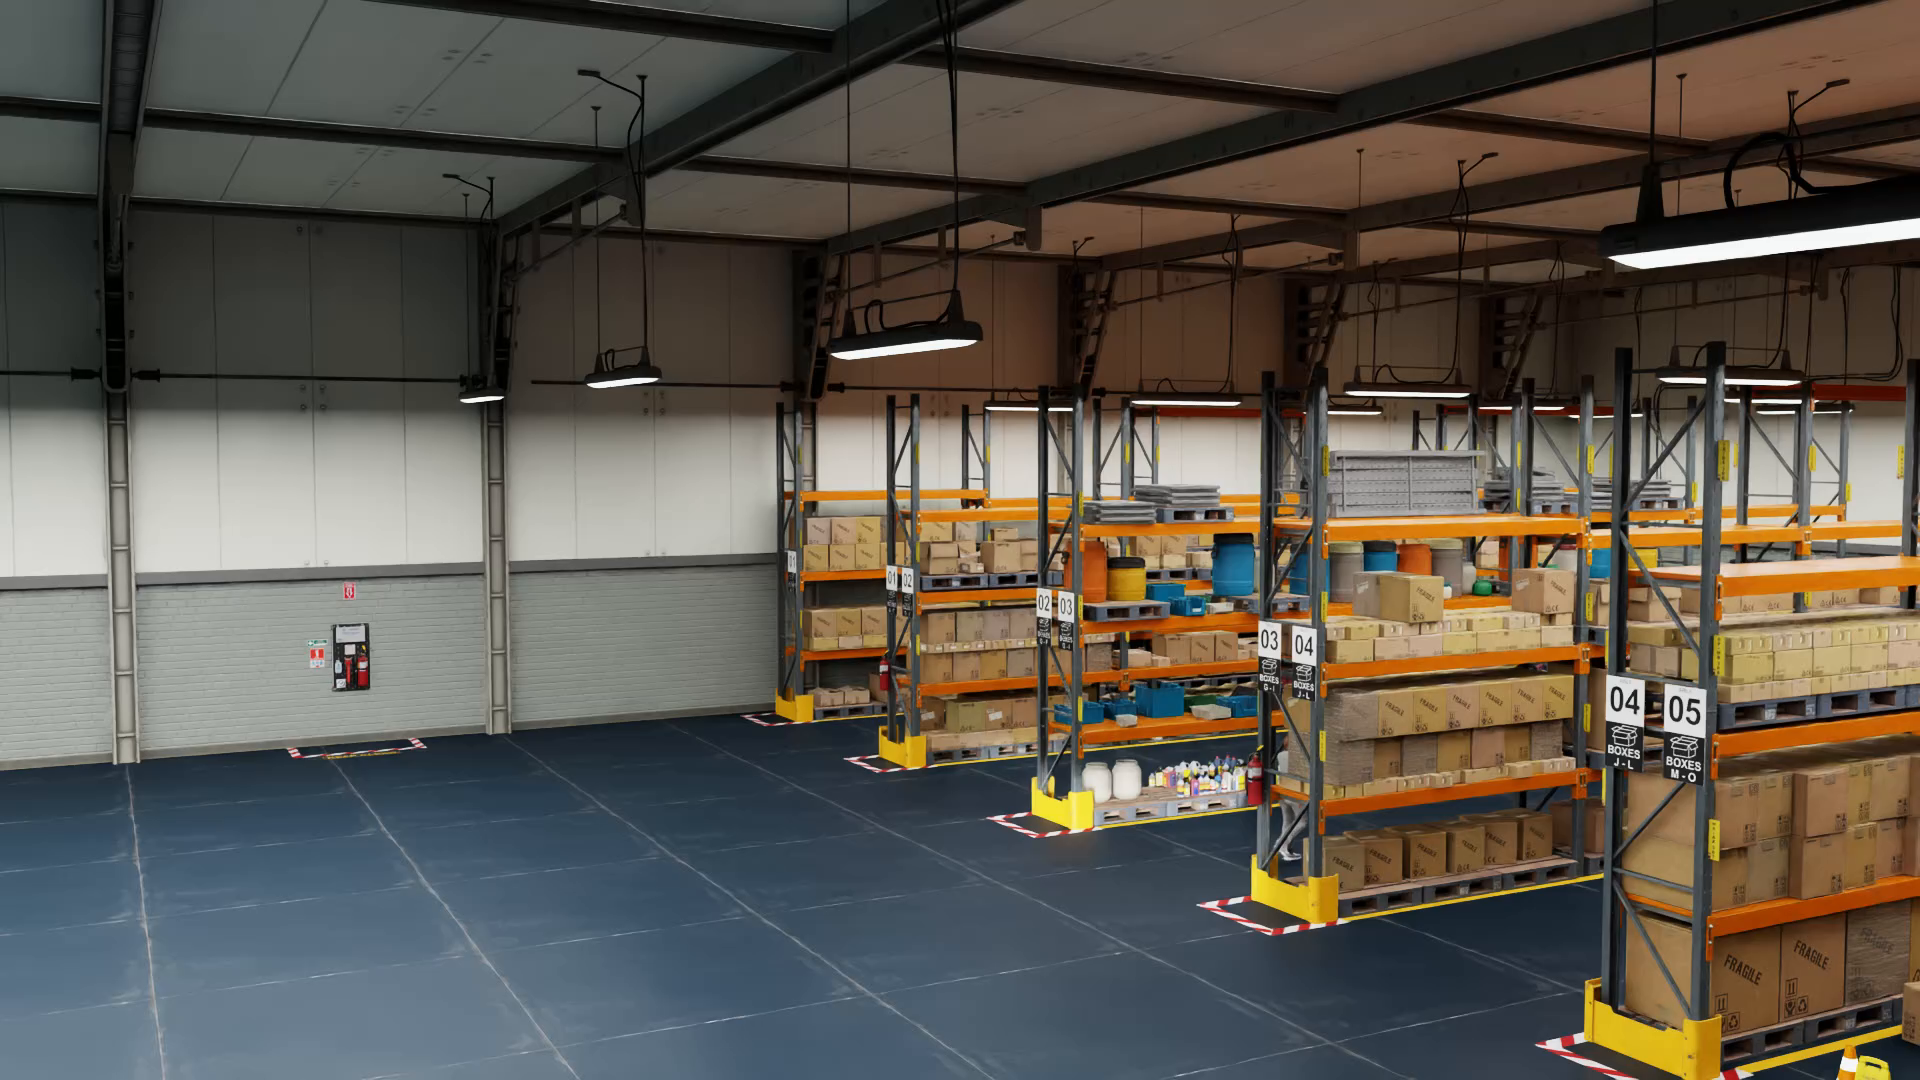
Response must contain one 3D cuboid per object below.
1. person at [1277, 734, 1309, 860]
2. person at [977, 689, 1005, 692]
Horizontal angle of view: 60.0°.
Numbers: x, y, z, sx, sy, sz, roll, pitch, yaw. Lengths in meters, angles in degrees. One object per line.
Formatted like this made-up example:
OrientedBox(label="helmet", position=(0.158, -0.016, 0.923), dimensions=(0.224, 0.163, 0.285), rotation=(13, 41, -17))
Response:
OrientedBox(label="person", position=(4.071, 3.199, 20.664), dimensions=(0.462, 1.596, 0.459), rotation=(-2, 4, -27))
OrientedBox(label="person", position=(0.559, 2.502, 31.493), dimensions=(1.005, 1.704, 0.553), rotation=(-3, 4, -38))
